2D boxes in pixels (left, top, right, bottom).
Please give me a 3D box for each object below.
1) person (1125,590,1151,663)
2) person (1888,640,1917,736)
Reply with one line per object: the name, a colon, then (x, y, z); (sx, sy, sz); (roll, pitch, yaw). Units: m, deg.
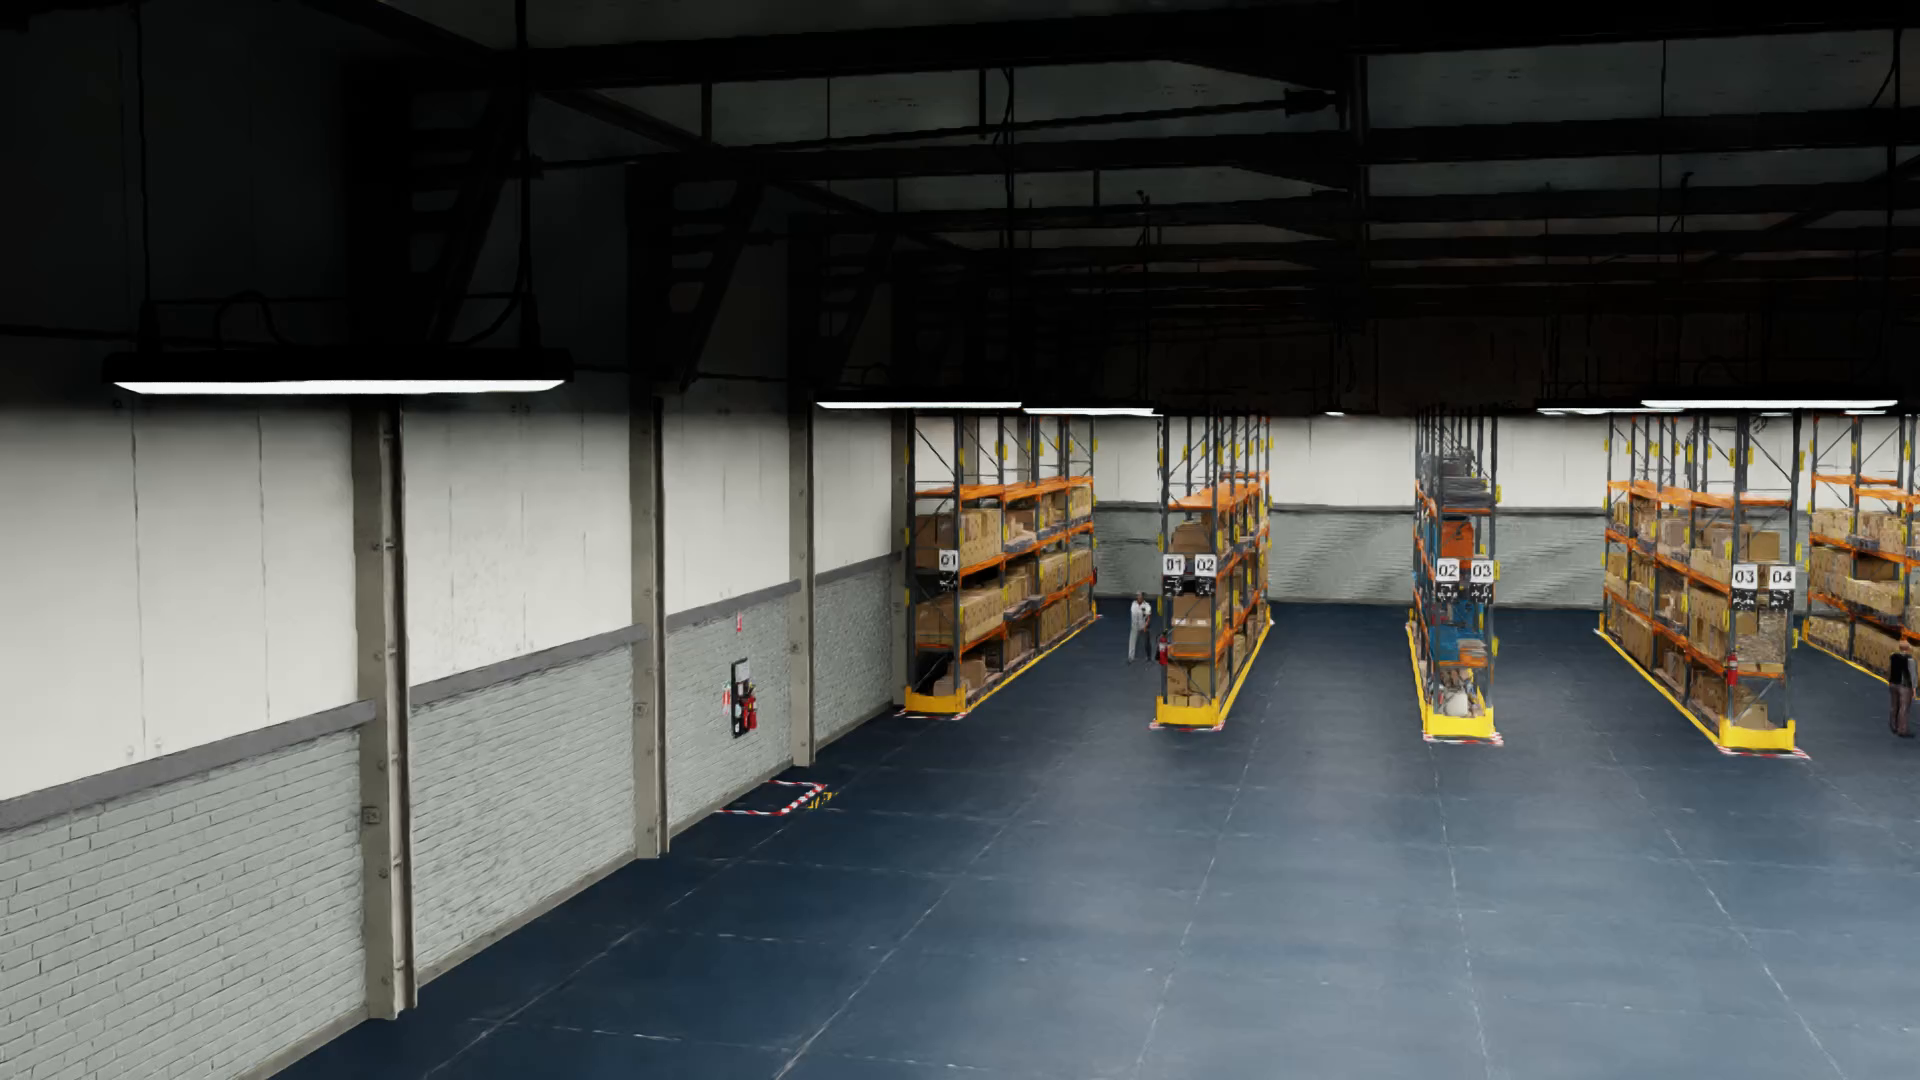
person: (4.235, 2.014, 39.041); (0.532, 1.703, 1.040); (2, 4, 22)
person: (17.087, 2.657, 30.088); (0.450, 1.727, 0.584); (-1, 4, -16)
